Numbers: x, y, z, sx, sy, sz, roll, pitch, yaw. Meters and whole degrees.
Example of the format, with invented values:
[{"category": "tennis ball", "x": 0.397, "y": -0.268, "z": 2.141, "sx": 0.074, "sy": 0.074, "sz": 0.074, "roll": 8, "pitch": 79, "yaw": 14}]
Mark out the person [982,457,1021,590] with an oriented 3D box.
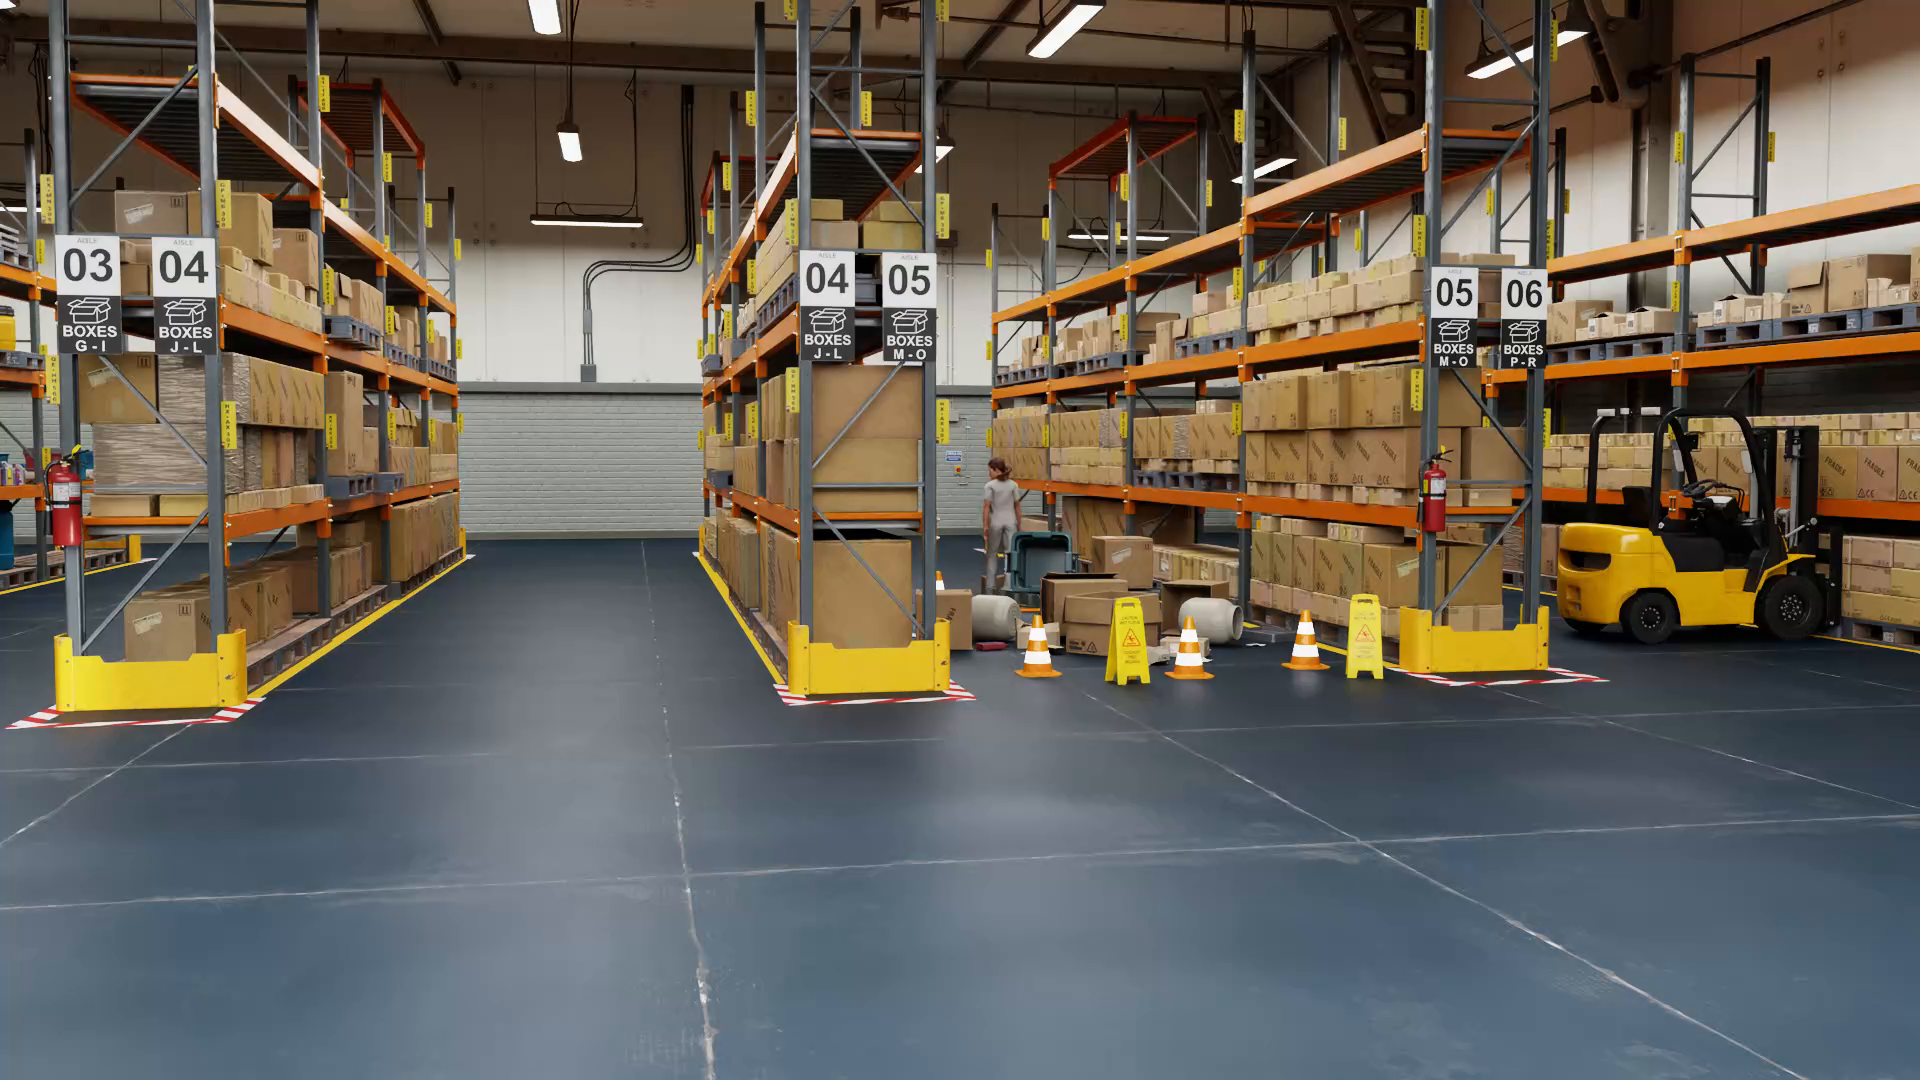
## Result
[{"category": "person", "x": 0.486, "y": -0.142, "z": 19.529, "sx": 0.474, "sy": 1.661, "sz": 0.762, "roll": 0, "pitch": 3, "yaw": -5}]
